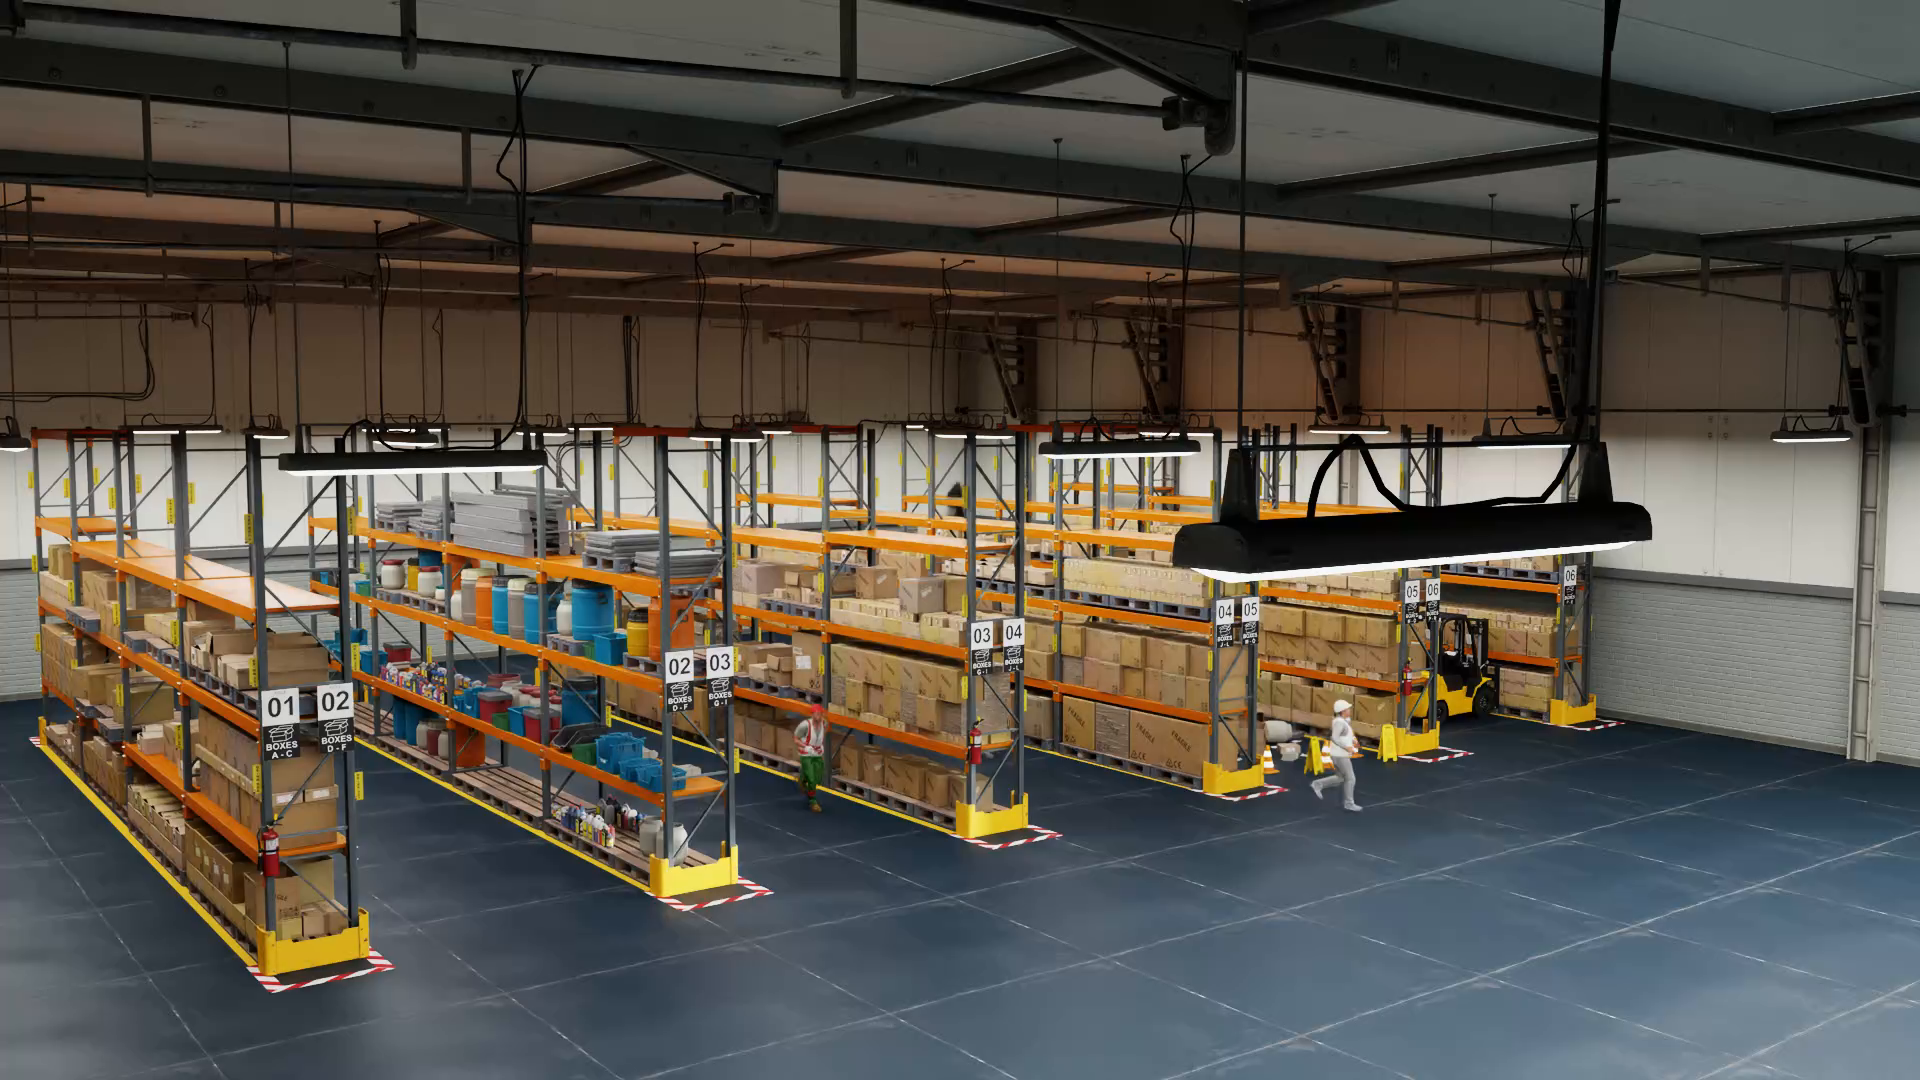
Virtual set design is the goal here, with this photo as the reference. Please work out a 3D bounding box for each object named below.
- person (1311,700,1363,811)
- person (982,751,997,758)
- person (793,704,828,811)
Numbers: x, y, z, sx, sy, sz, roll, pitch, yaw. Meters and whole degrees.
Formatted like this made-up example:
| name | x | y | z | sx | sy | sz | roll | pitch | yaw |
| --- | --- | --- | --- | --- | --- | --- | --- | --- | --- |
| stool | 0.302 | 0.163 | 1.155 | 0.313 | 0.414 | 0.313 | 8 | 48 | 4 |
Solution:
| name | x | y | z | sx | sy | sz | roll | pitch | yaw |
| --- | --- | --- | --- | --- | --- | --- | --- | --- | --- |
| person | 5.973 | 3.406 | 26.307 | 0.819 | 1.768 | 0.668 | 1 | 5 | 11 |
| person | 0.592 | 3.088 | 30.137 | 0.643 | 1.747 | 0.578 | -4 | 6 | -42 |
| person | -2.383 | 3.423 | 26.349 | 0.648 | 1.721 | 0.780 | -3 | 5 | -32 |
